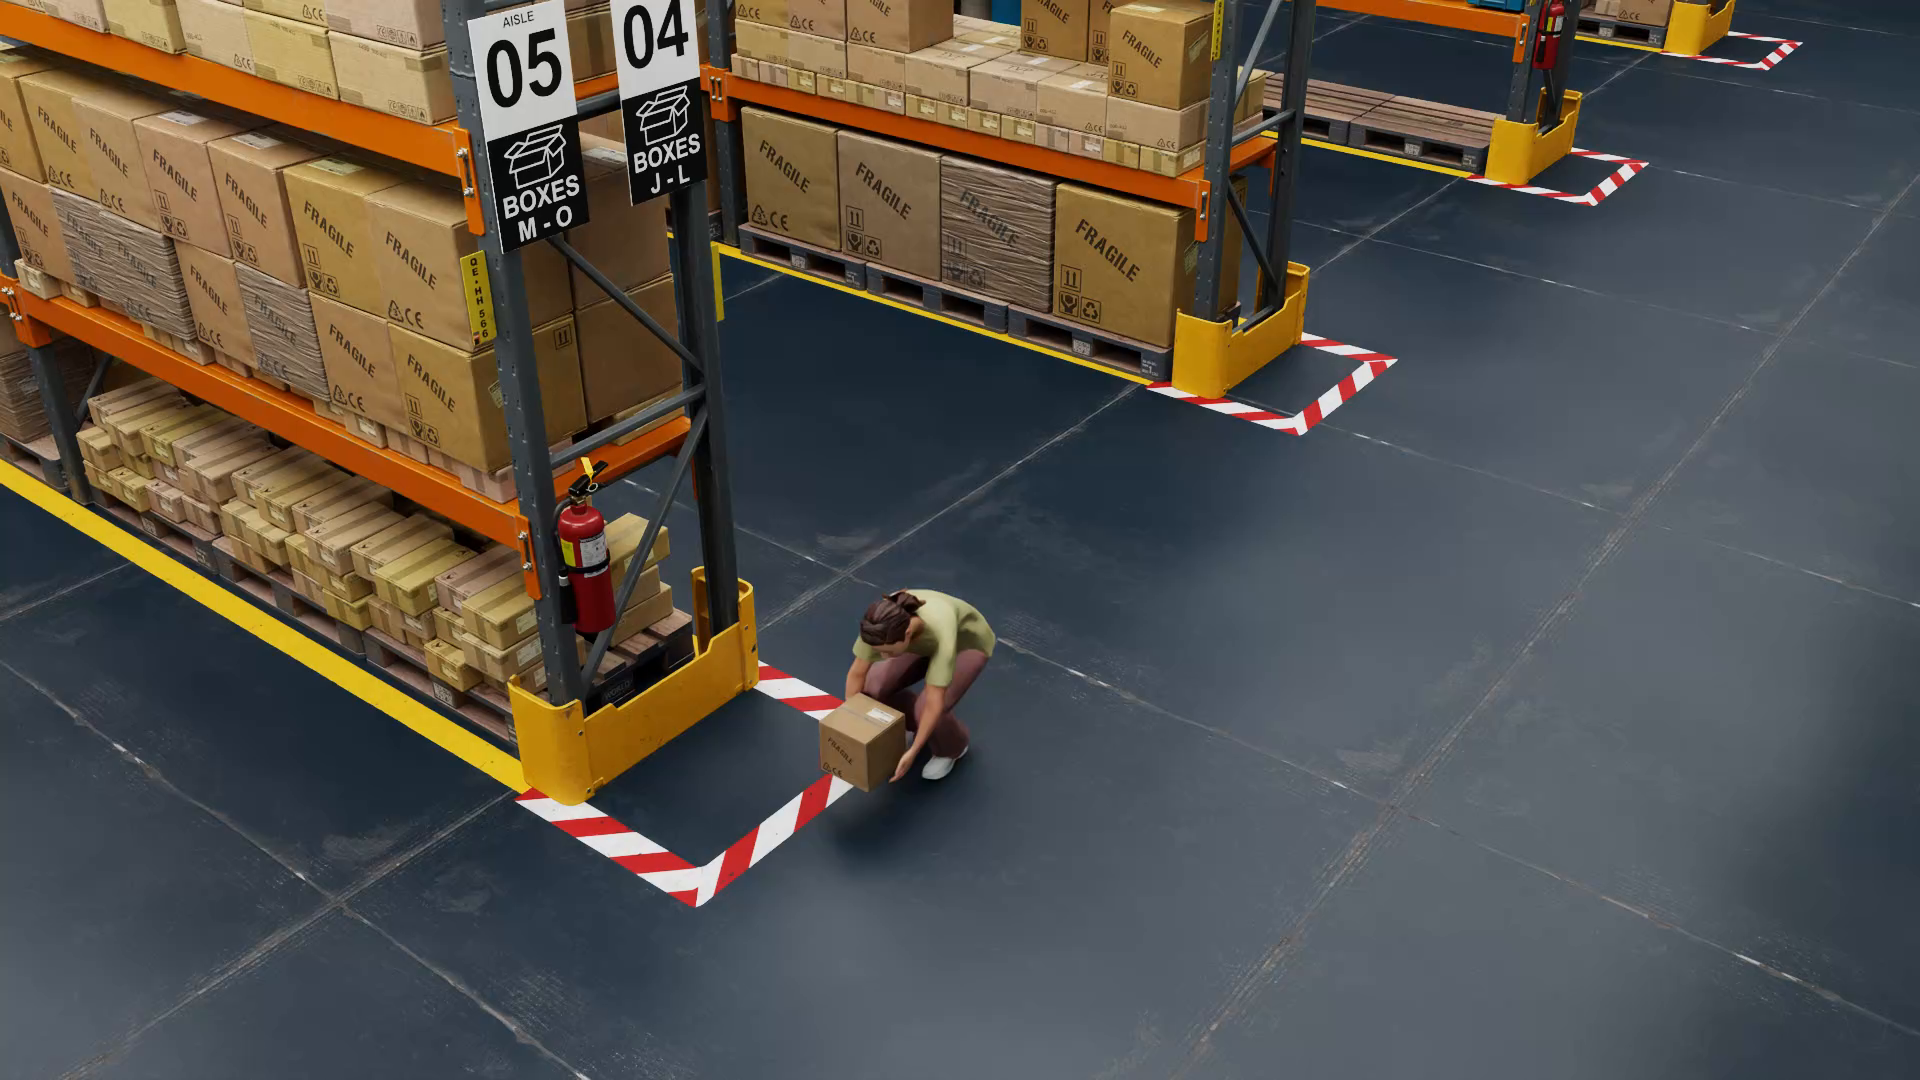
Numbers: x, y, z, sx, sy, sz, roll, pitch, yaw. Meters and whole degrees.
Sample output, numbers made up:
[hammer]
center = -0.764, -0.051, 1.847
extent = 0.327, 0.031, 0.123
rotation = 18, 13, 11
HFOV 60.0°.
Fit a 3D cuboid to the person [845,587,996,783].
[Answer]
[person]
center = -0.155, 0.545, 6.910
extent = 0.494, 0.976, 0.783
rotation = 22, 37, 32
